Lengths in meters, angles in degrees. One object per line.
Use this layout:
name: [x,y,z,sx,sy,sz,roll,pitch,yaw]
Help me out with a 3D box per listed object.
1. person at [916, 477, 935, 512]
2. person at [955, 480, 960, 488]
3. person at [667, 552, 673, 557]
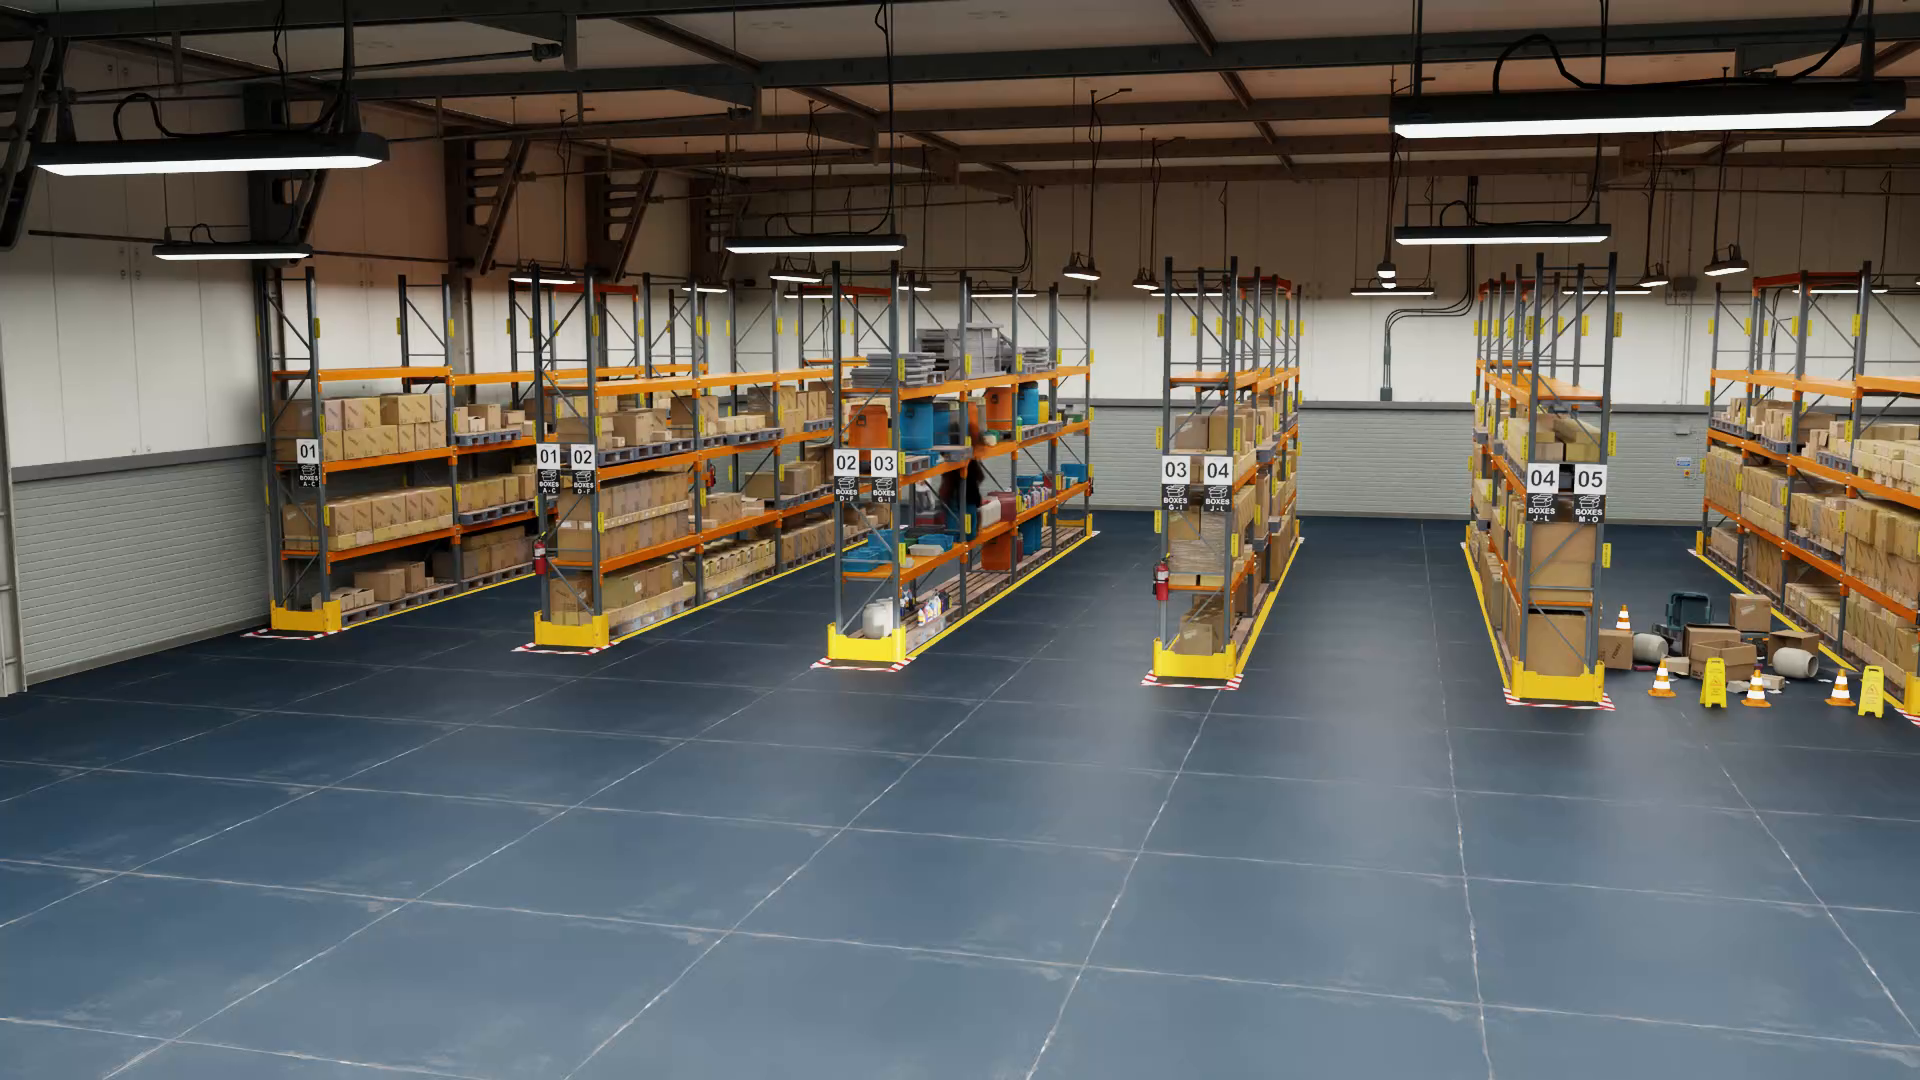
person: [-0.985,-1.288,42.815,0.689,1.754,0.898,-4,8,-28]
person: [-0.014,-0.472,36.859,0.595,1.716,0.716,2,7,12]
person: [-6.010,-0.122,33.890,0.575,1.631,0.605,1,7,10]
